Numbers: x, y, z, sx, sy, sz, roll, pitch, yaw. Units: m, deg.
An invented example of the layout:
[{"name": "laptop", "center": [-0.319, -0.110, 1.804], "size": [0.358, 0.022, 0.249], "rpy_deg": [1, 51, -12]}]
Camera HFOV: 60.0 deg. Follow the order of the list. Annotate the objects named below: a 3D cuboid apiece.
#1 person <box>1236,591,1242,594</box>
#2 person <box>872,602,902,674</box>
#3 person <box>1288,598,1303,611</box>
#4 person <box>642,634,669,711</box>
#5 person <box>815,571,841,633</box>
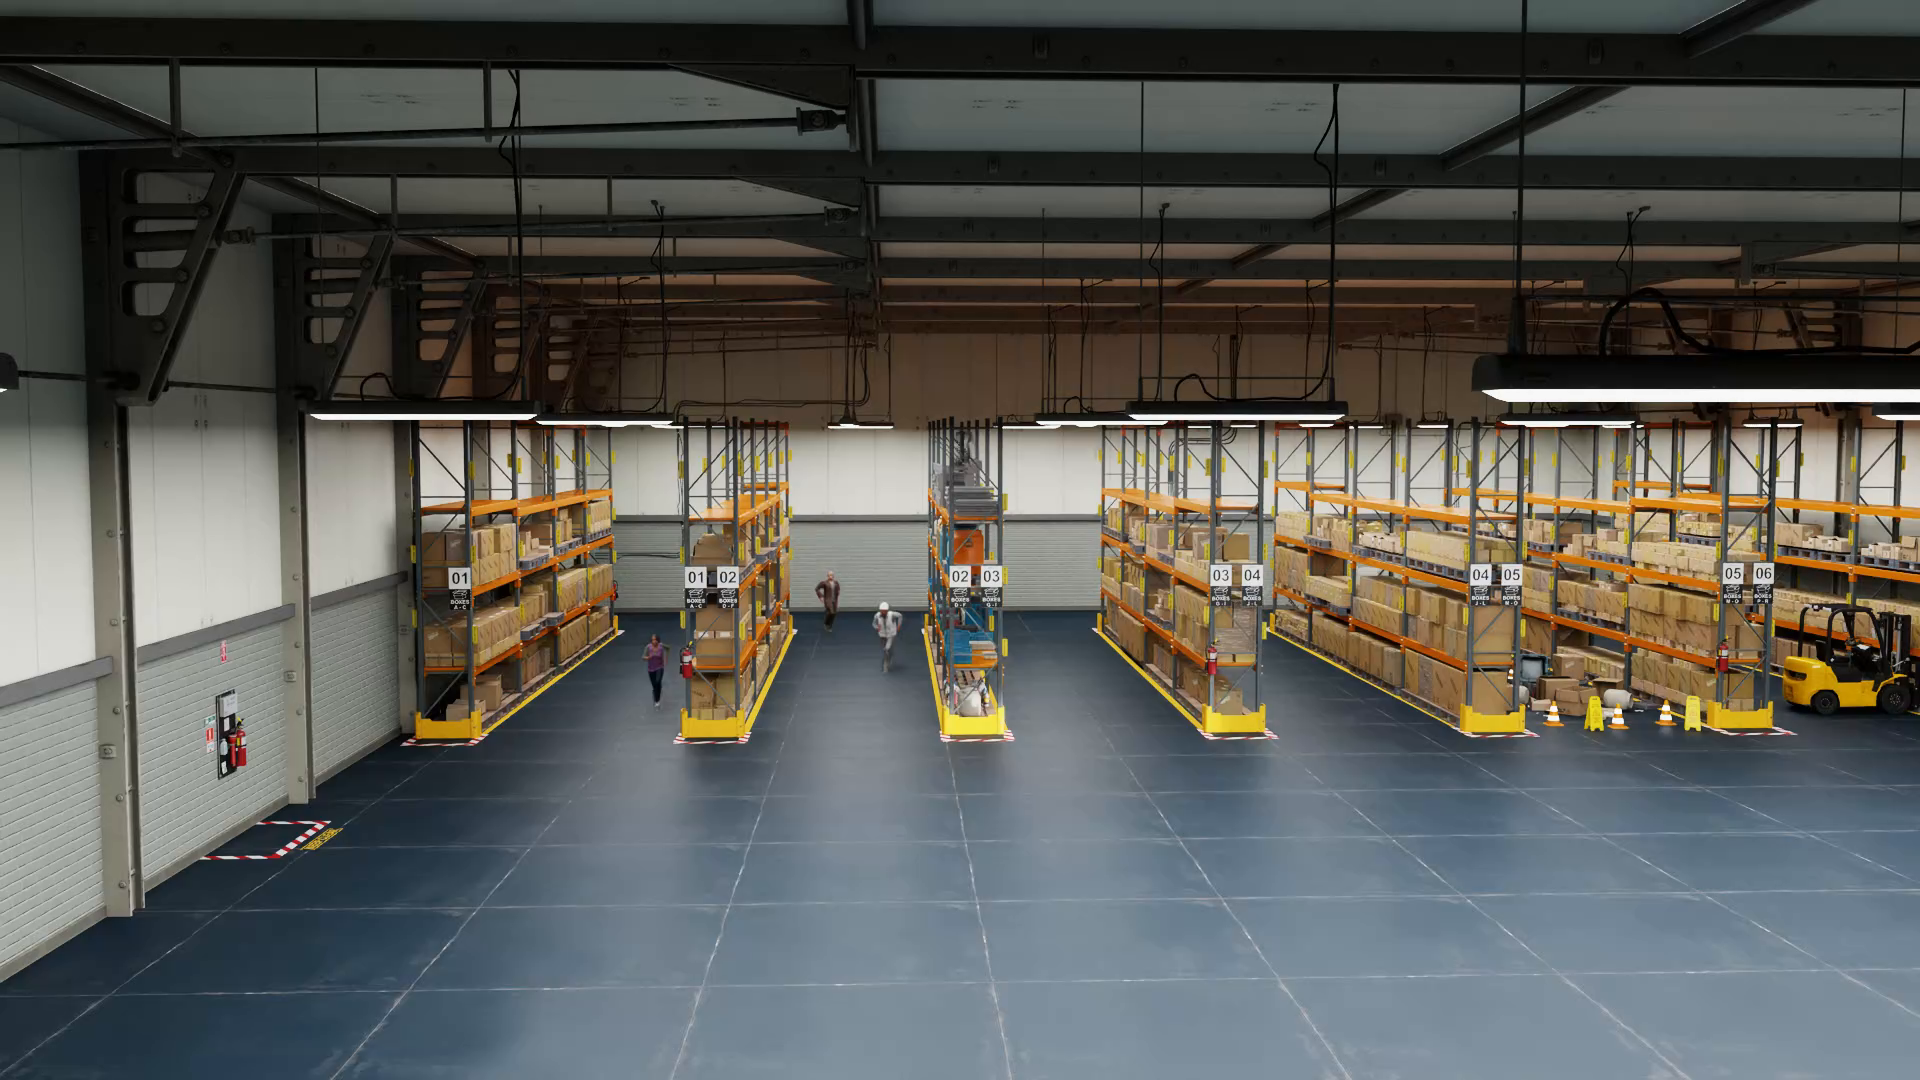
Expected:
[{"name": "person", "center": [8.018, 1.710, 48.156], "size": [0.623, 1.849, 0.982], "rpy_deg": [1, 4, 21]}, {"name": "person", "center": [-1.726, 2.319, 39.718], "size": [0.699, 1.731, 1.025], "rpy_deg": [1, 4, 8]}, {"name": "person", "center": [10.149, 1.598, 49.985], "size": [0.671, 1.748, 0.700], "rpy_deg": [-3, 4, -34]}, {"name": "person", "center": [-6.269, 2.700, 34.309], "size": [0.527, 1.579, 0.868], "rpy_deg": [0, 4, -2]}, {"name": "person", "center": [-3.681, 1.764, 47.290], "size": [0.708, 1.748, 0.724], "rpy_deg": [-3, 5, -35]}]
